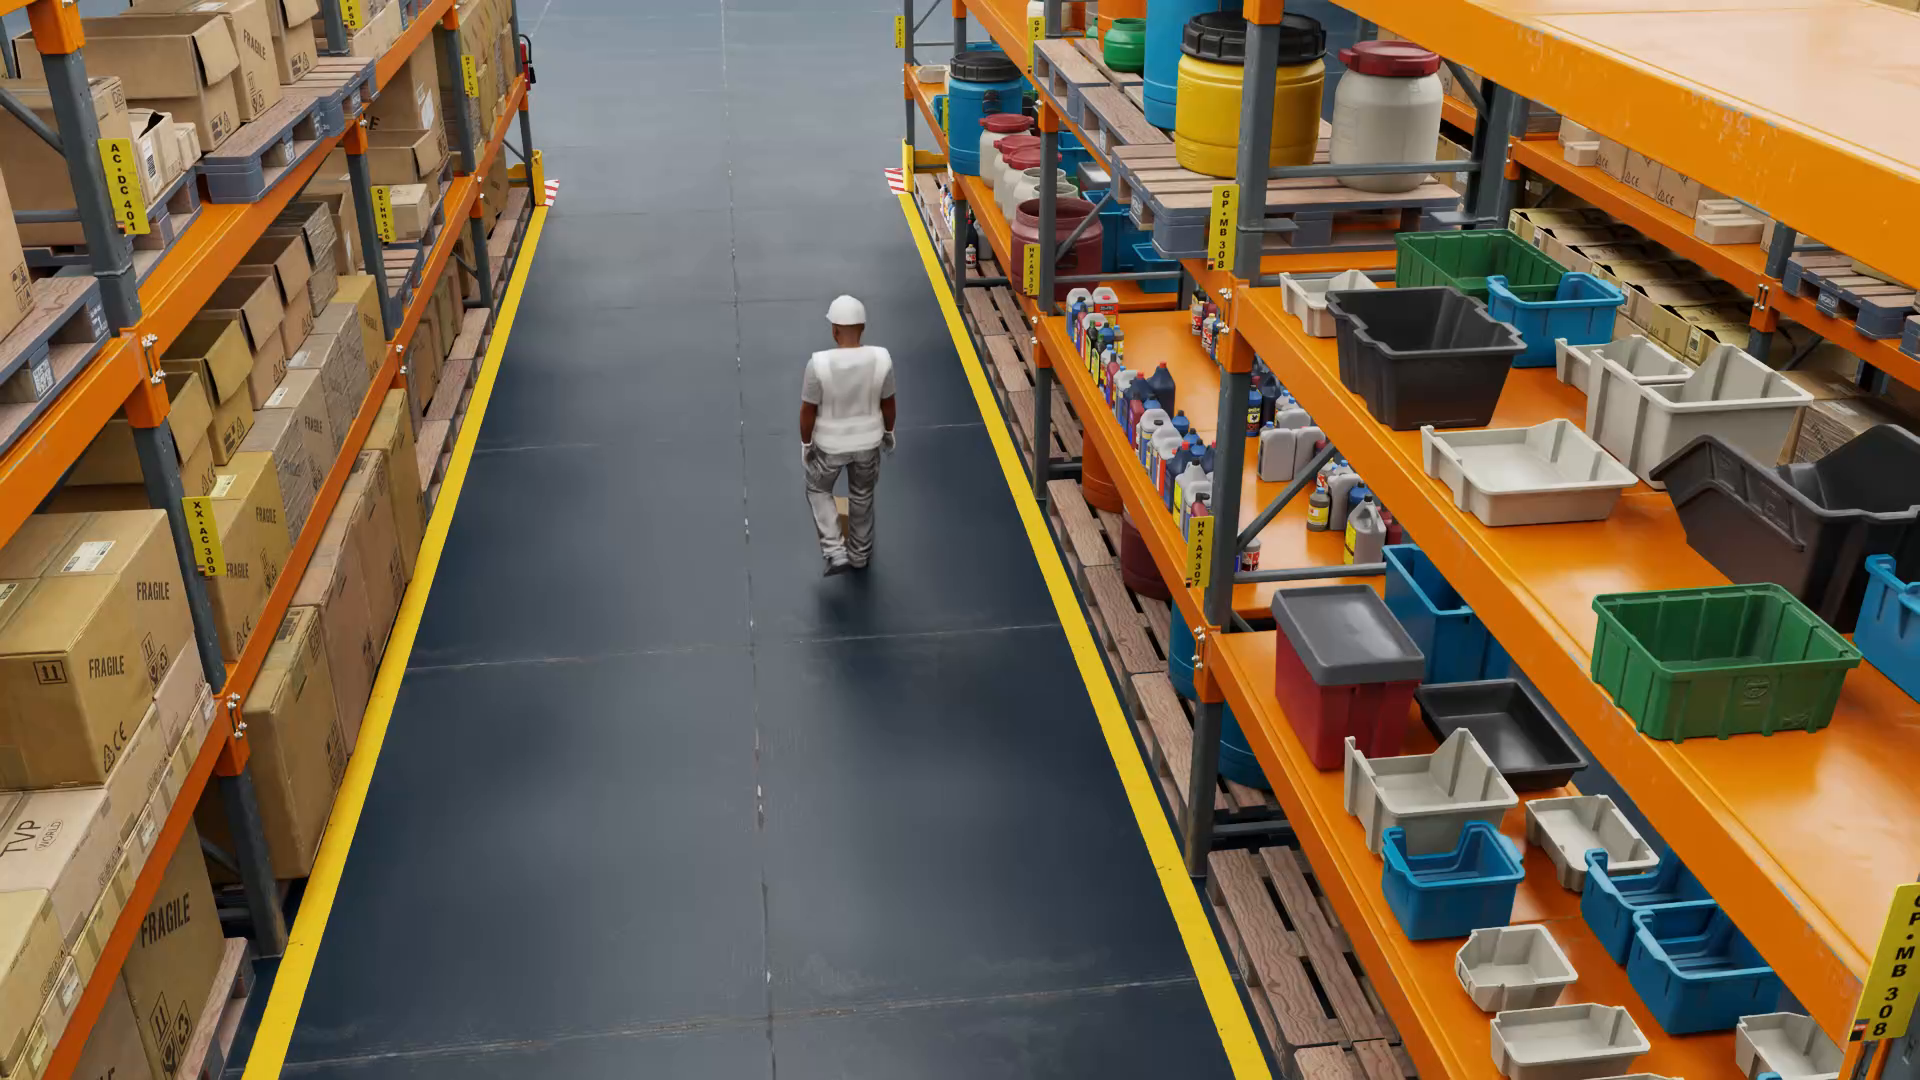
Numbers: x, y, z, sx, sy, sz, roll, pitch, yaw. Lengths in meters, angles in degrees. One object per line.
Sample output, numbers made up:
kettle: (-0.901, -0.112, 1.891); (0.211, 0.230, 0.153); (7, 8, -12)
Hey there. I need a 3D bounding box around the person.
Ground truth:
person: (-0.640, -0.593, 9.672); (0.581, 1.722, 0.498); (-7, 28, -14)
